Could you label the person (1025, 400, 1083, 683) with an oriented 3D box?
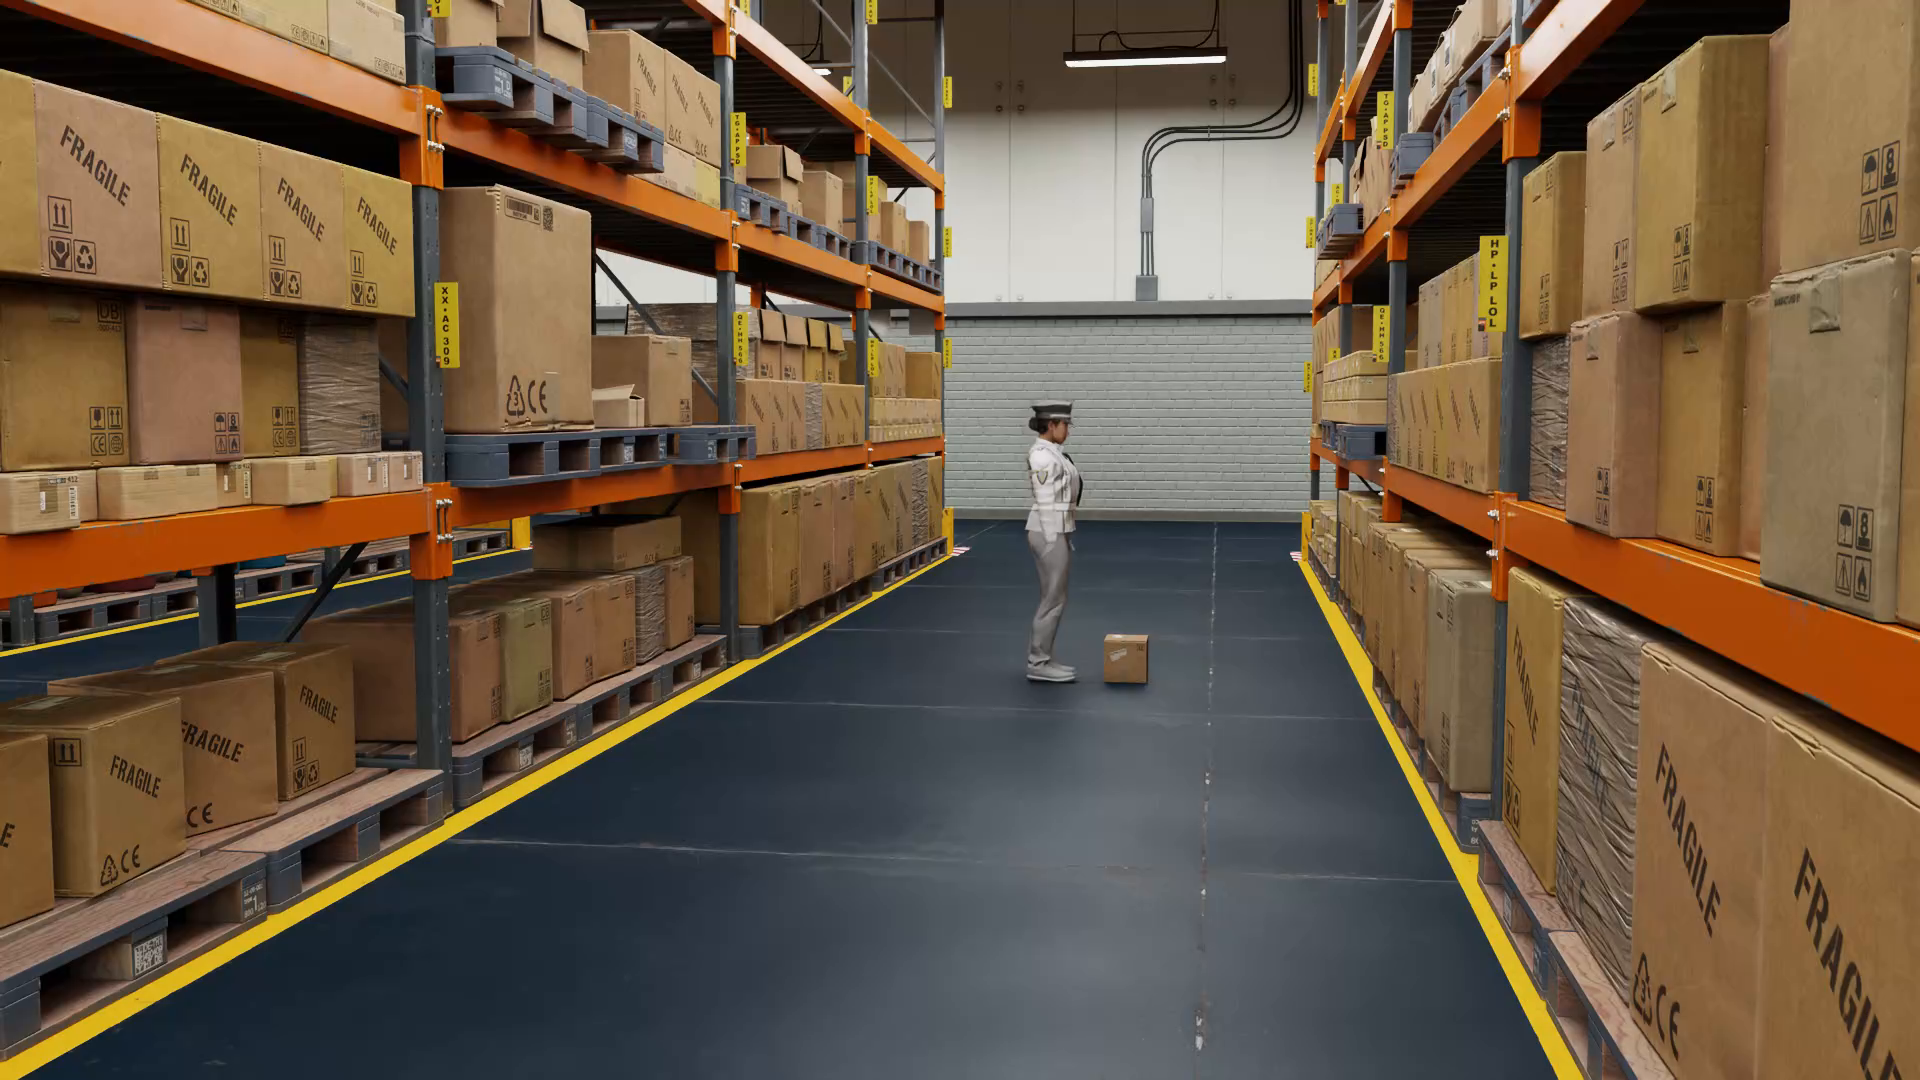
[{"bbox_3d":[0.557,0.001,9.924,0.328,1.664,0.469,1,5,10],"label":"person"}]
